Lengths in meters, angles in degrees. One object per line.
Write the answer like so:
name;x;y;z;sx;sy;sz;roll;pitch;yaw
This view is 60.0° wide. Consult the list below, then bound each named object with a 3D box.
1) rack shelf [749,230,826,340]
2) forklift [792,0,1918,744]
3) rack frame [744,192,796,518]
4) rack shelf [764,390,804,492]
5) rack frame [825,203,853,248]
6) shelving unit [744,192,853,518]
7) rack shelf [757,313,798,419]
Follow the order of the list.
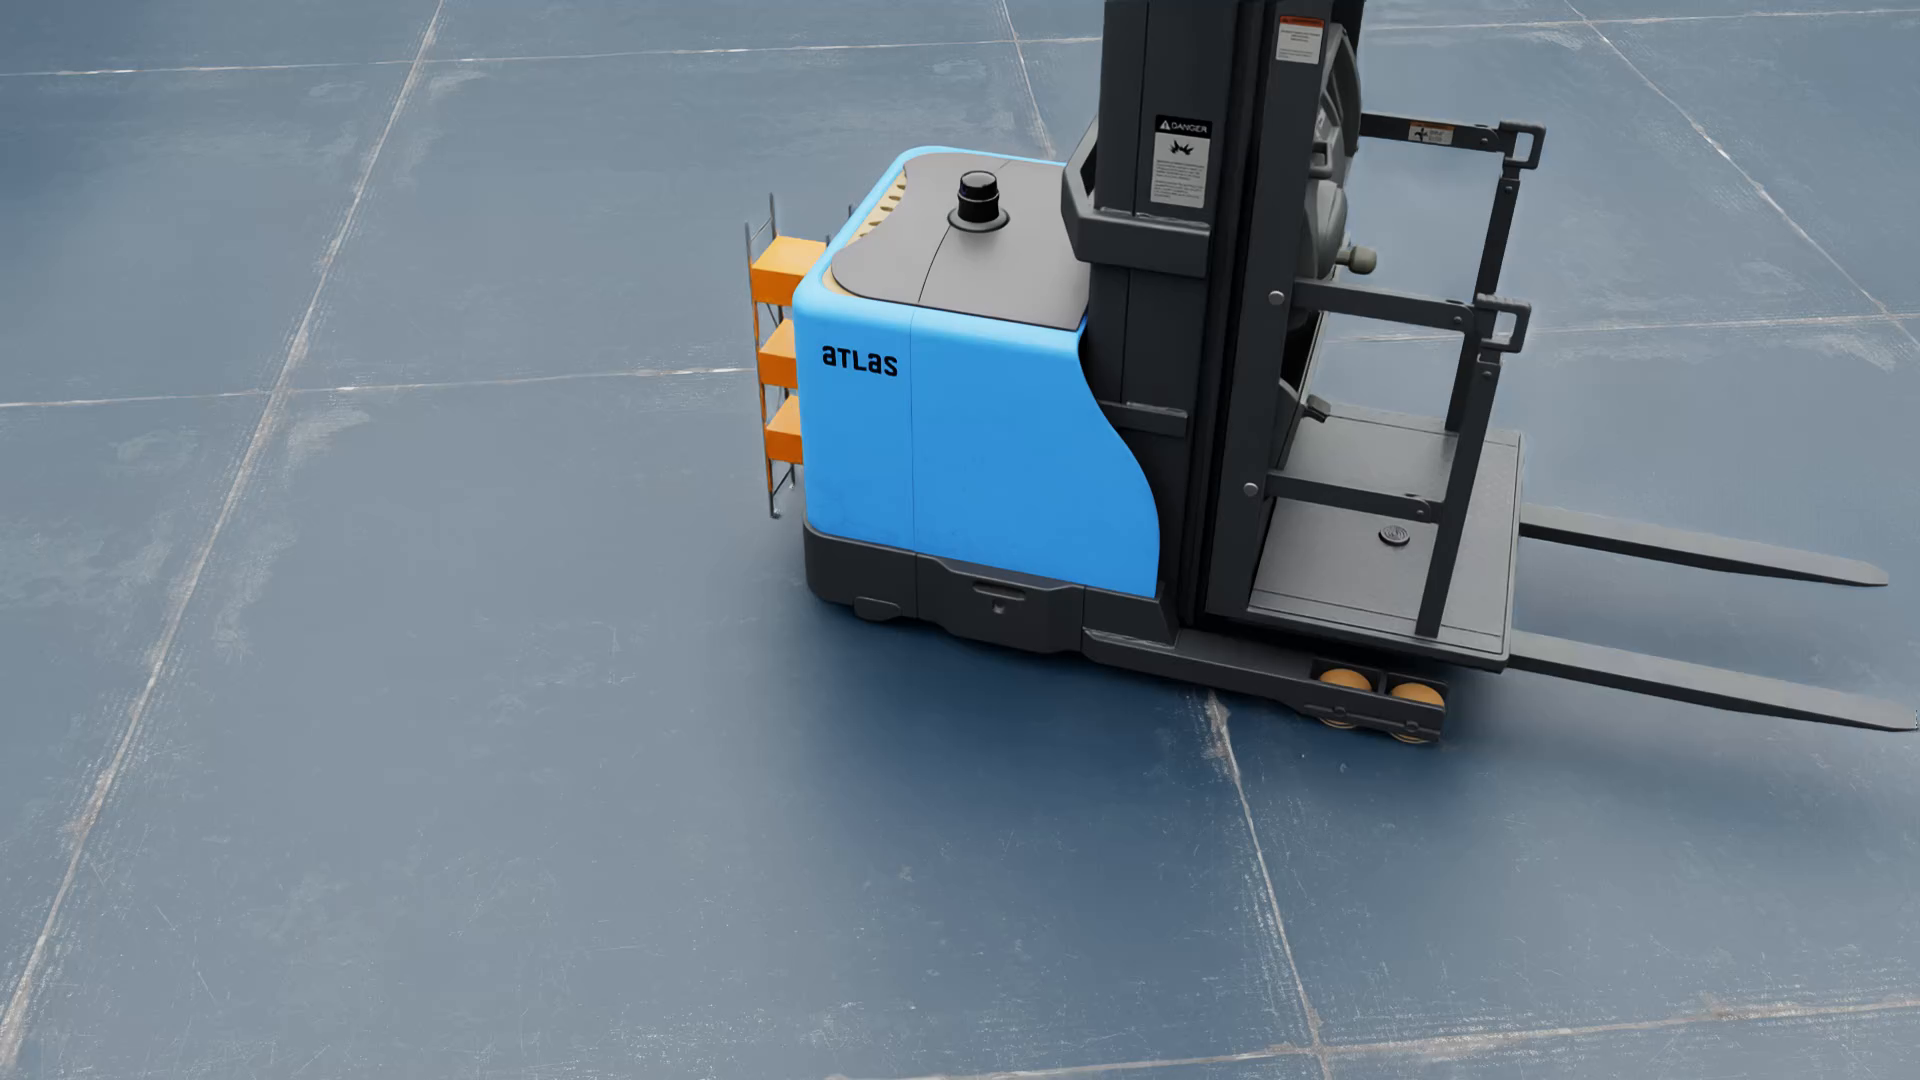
rack shelf;-0.459;-0.733;4.891;0.240;0.259;0.215;11;40;13
forklift;1.116;-0.965;4.107;3.031;2.935;1.130;11;40;13
rack frame;-0.576;-0.541;5.088;0.008;1.050;0.200;11;40;13
rack shelf;-0.459;-0.292;5.239;0.240;0.259;0.215;11;40;13
rack frame;-0.343;-0.496;5.032;0.008;1.050;0.200;11;40;13
shelving unit;-0.459;-0.519;5.060;0.252;1.050;0.215;11;40;13
rack shelf;-0.459;-0.511;5.067;0.240;0.259;0.215;11;40;13
